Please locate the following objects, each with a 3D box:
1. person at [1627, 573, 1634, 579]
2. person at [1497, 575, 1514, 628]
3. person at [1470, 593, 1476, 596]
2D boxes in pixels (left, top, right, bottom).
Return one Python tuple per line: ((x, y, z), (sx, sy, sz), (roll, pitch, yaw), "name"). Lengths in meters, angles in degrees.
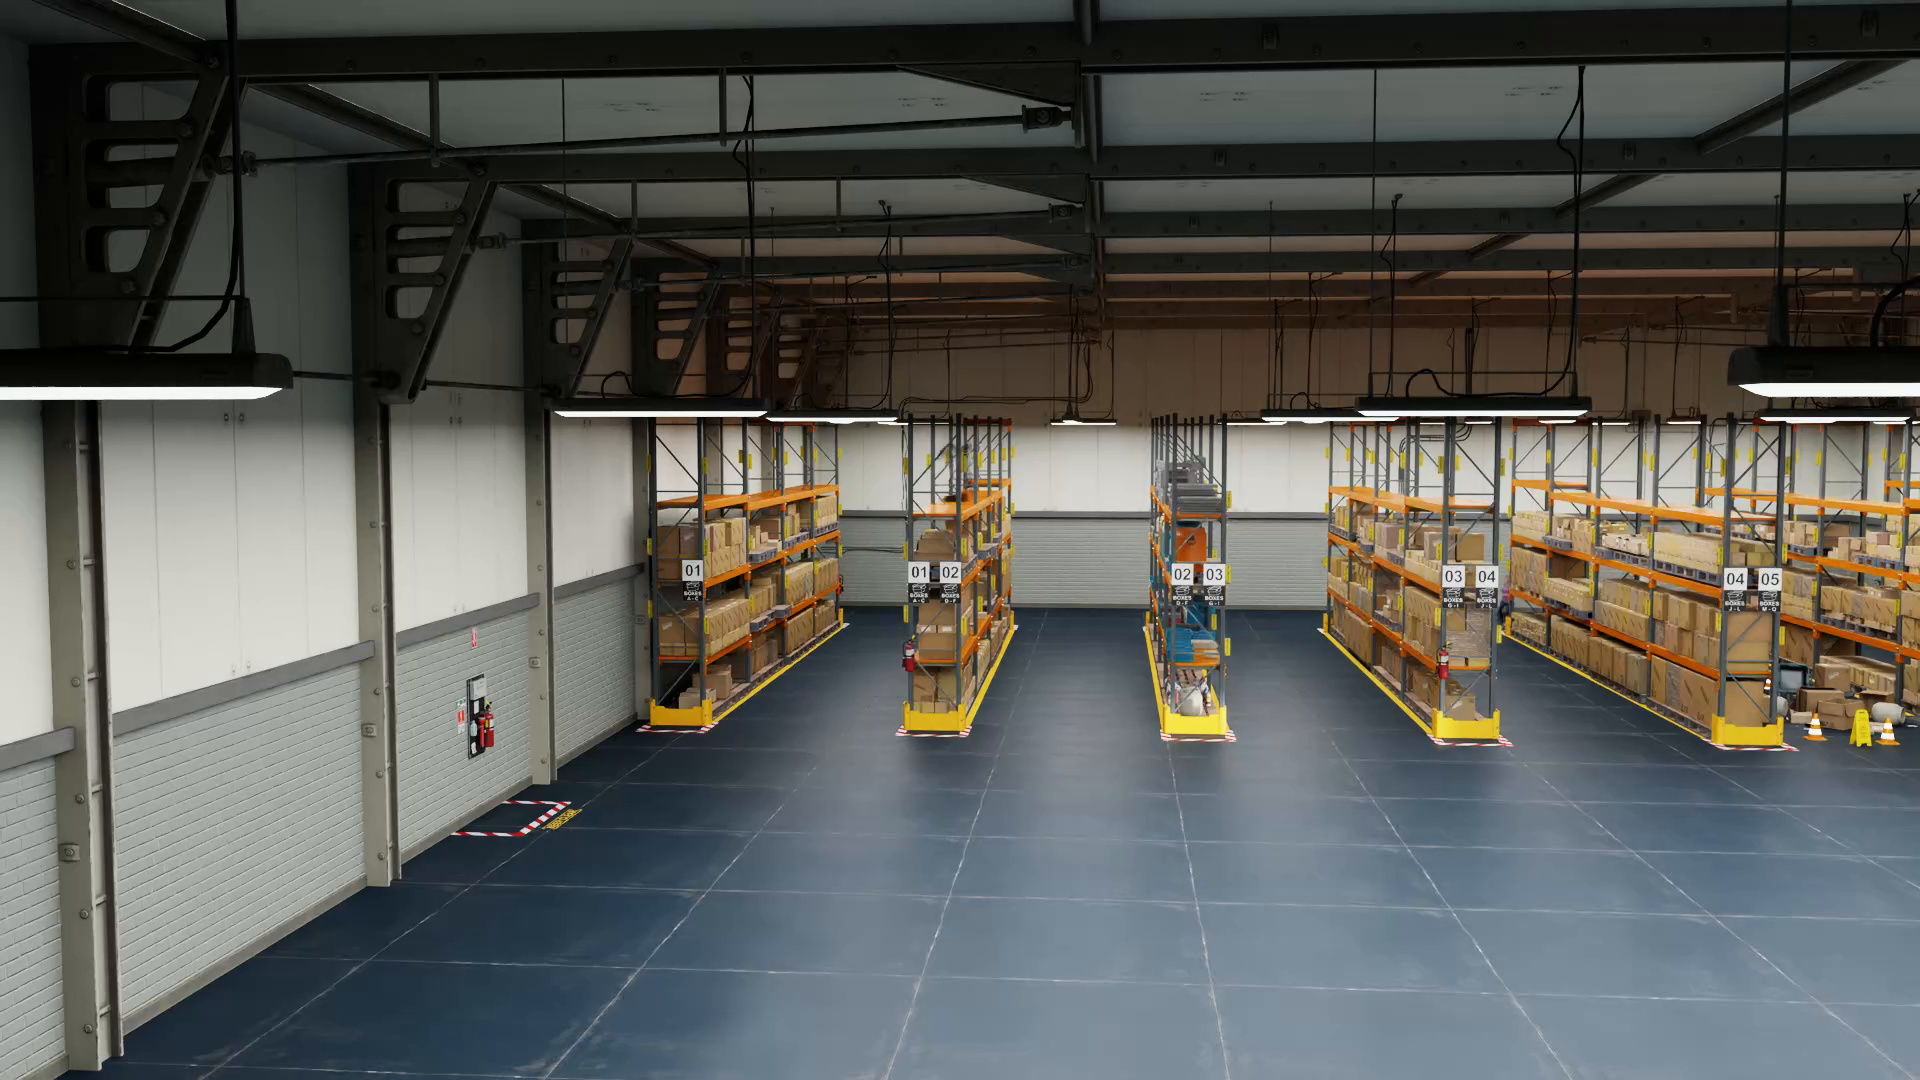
((19.012, 1.696, 47.071), (0.678, 1.736, 0.710), (0, 4, 3), "person")
((15.578, 1.763, 47.275), (0.665, 1.583, 0.516), (-1, 4, -19), "person")
((14.168, 1.751, 46.557), (0.831, 1.748, 0.719), (-4, 5, -43), "person")
